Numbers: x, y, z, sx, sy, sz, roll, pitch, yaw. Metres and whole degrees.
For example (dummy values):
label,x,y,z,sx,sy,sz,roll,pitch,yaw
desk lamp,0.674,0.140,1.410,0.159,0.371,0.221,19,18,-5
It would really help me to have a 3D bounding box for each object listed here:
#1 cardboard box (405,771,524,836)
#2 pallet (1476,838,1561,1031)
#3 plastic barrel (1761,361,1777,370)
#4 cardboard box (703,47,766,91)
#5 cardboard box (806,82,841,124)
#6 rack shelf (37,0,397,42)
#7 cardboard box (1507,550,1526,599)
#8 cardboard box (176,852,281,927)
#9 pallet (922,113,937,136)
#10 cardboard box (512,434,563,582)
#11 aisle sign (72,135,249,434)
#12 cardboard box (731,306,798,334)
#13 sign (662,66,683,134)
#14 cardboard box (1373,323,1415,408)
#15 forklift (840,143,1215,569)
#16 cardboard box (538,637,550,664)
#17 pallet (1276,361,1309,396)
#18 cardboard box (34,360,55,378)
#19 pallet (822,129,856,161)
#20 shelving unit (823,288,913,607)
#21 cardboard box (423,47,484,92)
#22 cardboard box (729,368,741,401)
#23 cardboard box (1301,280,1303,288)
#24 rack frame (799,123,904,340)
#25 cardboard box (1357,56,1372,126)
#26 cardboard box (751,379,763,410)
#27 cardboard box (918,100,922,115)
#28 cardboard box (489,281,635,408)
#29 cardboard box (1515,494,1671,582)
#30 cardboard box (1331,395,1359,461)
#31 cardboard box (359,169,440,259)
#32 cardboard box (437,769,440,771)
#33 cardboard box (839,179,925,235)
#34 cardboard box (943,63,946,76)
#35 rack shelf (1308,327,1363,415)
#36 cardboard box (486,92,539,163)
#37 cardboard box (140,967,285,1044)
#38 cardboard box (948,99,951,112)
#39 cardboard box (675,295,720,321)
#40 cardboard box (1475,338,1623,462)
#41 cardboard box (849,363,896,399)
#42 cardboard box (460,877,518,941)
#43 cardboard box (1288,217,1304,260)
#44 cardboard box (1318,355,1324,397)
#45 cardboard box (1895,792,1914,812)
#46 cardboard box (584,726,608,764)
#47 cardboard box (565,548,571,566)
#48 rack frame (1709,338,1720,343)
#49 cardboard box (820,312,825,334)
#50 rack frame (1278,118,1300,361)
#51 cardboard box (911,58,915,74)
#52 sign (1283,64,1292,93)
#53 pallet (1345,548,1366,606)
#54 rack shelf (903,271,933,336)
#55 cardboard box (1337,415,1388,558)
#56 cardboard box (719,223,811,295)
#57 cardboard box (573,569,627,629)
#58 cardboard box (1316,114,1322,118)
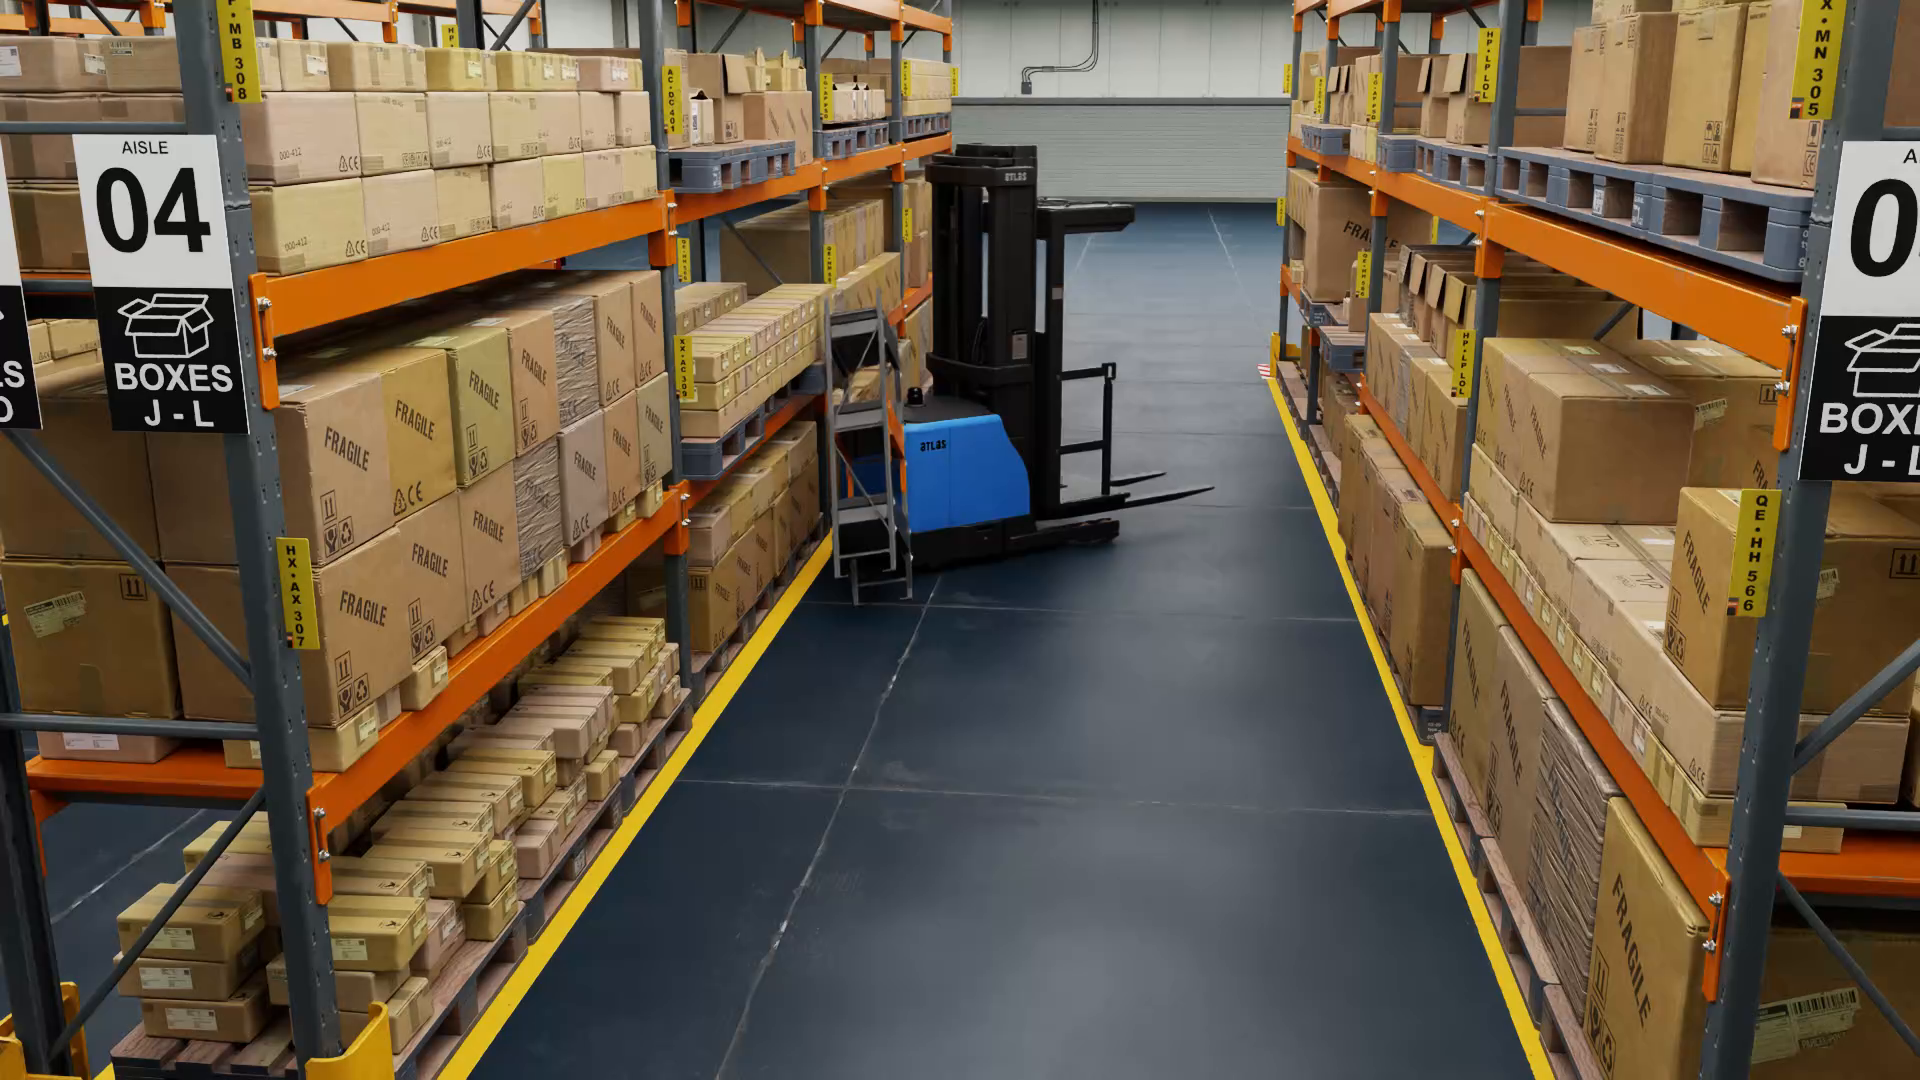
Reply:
label,x,y,z,sx,sy,sz,roll,pitch,yaw
cardboard box,-1.960,1.040,6.587,0.380,0.149,0.250,2,15,8
pallet,2.659,1.548,6.534,1.003,0.211,1.213,2,15,6
plastic barrel,9.235,-2.106,18.665,0.421,0.512,0.421,0,15,0
cardboard box,-1.420,-2.939,10.381,0.396,0.266,0.258,2,15,6
cardboard box,-1.208,-3.357,12.760,0.500,0.311,0.500,2,15,6
rack shelf,-6.212,-4.514,14.261,1.077,0.370,4.000,2,15,6
cardboard box,2.478,0.149,6.847,0.380,0.149,0.250,1,15,5
cardboard box,-2.517,1.233,5.874,0.380,0.149,0.250,2,15,7
pallet,-0.814,-4.490,17.945,1.003,0.211,1.213,2,15,6
cardboard box,-1.931,-0.144,6.687,0.500,0.500,0.500,1,15,5
aisle sign,-2.121,-0.673,4.422,0.394,0.787,0.004,2,15,6
cardboard box,-1.256,-1.413,10.678,0.380,0.149,0.250,2,15,9
sign,-1.419,-2.166,8.190,0.100,0.325,0.005,2,15,6
cardboard box,3.028,-1.144,10.956,0.500,0.500,0.500,1,15,5
forklift,0.609,-1.481,12.524,3.031,2.935,1.130,-10,18,-32
cardboard box,-2.294,0.556,8.375,0.380,0.149,0.250,2,15,9
pallet,4.176,-1.847,19.090,1.003,0.211,1.213,2,15,6
cardboard box,-6.381,-1.032,11.021,0.500,0.250,0.500,1,15,5
pallet,-1.488,-3.046,12.794,1.213,0.211,1.003,2,15,9
shelving unit,-0.621,-0.638,11.176,0.431,2.100,0.503,-8,-25,8
cardboard box,-1.922,-1.664,5.890,0.380,0.149,0.250,2,15,8
cardboard box,-1.431,-0.864,9.217,0.380,0.149,0.250,1,15,5
cardboard box,3.635,-2.524,16.732,0.380,0.149,0.250,2,15,6
rack frame,-1.057,-2.558,16.374,1.000,3.000,0.127,2,15,6
cardboard box,3.261,-3.350,12.408,0.500,0.500,0.500,2,15,6
cardboard box,-1.371,-0.855,9.753,0.380,0.149,0.250,2,15,7
cardboard box,-0.592,-4.417,16.988,0.380,0.149,0.250,1,15,5
cardboard box,-1.797,-0.893,7.542,0.500,0.500,0.500,1,15,4
cardboard box,2.530,-0.004,6.648,0.500,0.250,0.500,2,15,8
cardboard box,3.634,-0.964,14.427,0.700,0.500,0.500,0,15,1
cardboard box,-2.042,-1.066,5.400,0.500,0.250,0.500,2,15,8
cardboard box,-2.481,1.032,7.188,0.380,0.149,0.250,2,15,7
cardboard box,-0.837,-3.528,17.607,0.875,0.550,0.550,2,15,6
cardboard box,-0.365,-5.329,18.835,0.380,0.149,0.250,2,15,7
rack shelf,3.635,-1.519,13.913,1.077,0.370,4.000,2,15,6
cardboard box,-1.921,-1.566,6.289,0.500,0.250,0.500,1,15,4
cardboard box,-2.559,1.585,5.709,0.380,0.149,0.250,2,15,7
cardboard box,-0.306,-5.077,19.429,0.380,0.149,0.250,2,15,6
cardboard box,-1.843,-1.573,11.269,0.380,0.149,0.250,1,15,4
cardboard box,2.649,-0.627,7.515,0.500,0.500,0.500,2,15,6
cardboard box,-1.150,-1.261,15.083,1.050,0.750,0.750,2,15,6
cardboard box,-1.926,1.404,6.382,0.380,0.149,0.250,2,15,7
cardboard box,4.222,-3.473,18.997,0.875,0.500,0.500,2,15,6
cardboard box,3.994,-1.796,17.542,0.500,0.500,0.500,0,15,1
cardboard box,2.902,0.699,4.811,0.380,0.149,0.250,1,15,5
cardboard box,-1.845,0.908,7.646,0.380,0.149,0.250,2,15,8
cardboard box,-1.906,0.059,7.179,0.380,0.149,0.250,1,15,5
rack frame,9.233,-3.277,19.034,1.000,3.000,0.127,2,15,6
cardboard box,-1.140,-1.534,11.697,0.380,0.149,0.250,2,15,8
rack frame,4.312,-3.423,19.574,1.000,3.000,0.127,2,15,6
cardboard box,-0.650,-4.671,16.401,0.380,0.149,0.250,2,15,6
sign,3.772,-5.309,19.127,0.100,0.325,0.005,2,15,6
pallet,3.245,0.200,11.516,1.003,0.211,1.213,2,15,6
rack shelf,-0.831,-2.729,18.387,1.077,0.370,4.000,2,15,6
cardboard box,3.310,-0.347,11.463,1.225,0.875,0.875,1,15,4
cardboard box,-1.447,-2.167,12.824,0.700,0.500,0.500,2,15,6
cardboard box,-2.126,0.322,9.710,0.500,0.500,0.500,1,15,5
cardboard box,3.673,-4.180,16.153,0.380,0.149,0.250,1,15,3
